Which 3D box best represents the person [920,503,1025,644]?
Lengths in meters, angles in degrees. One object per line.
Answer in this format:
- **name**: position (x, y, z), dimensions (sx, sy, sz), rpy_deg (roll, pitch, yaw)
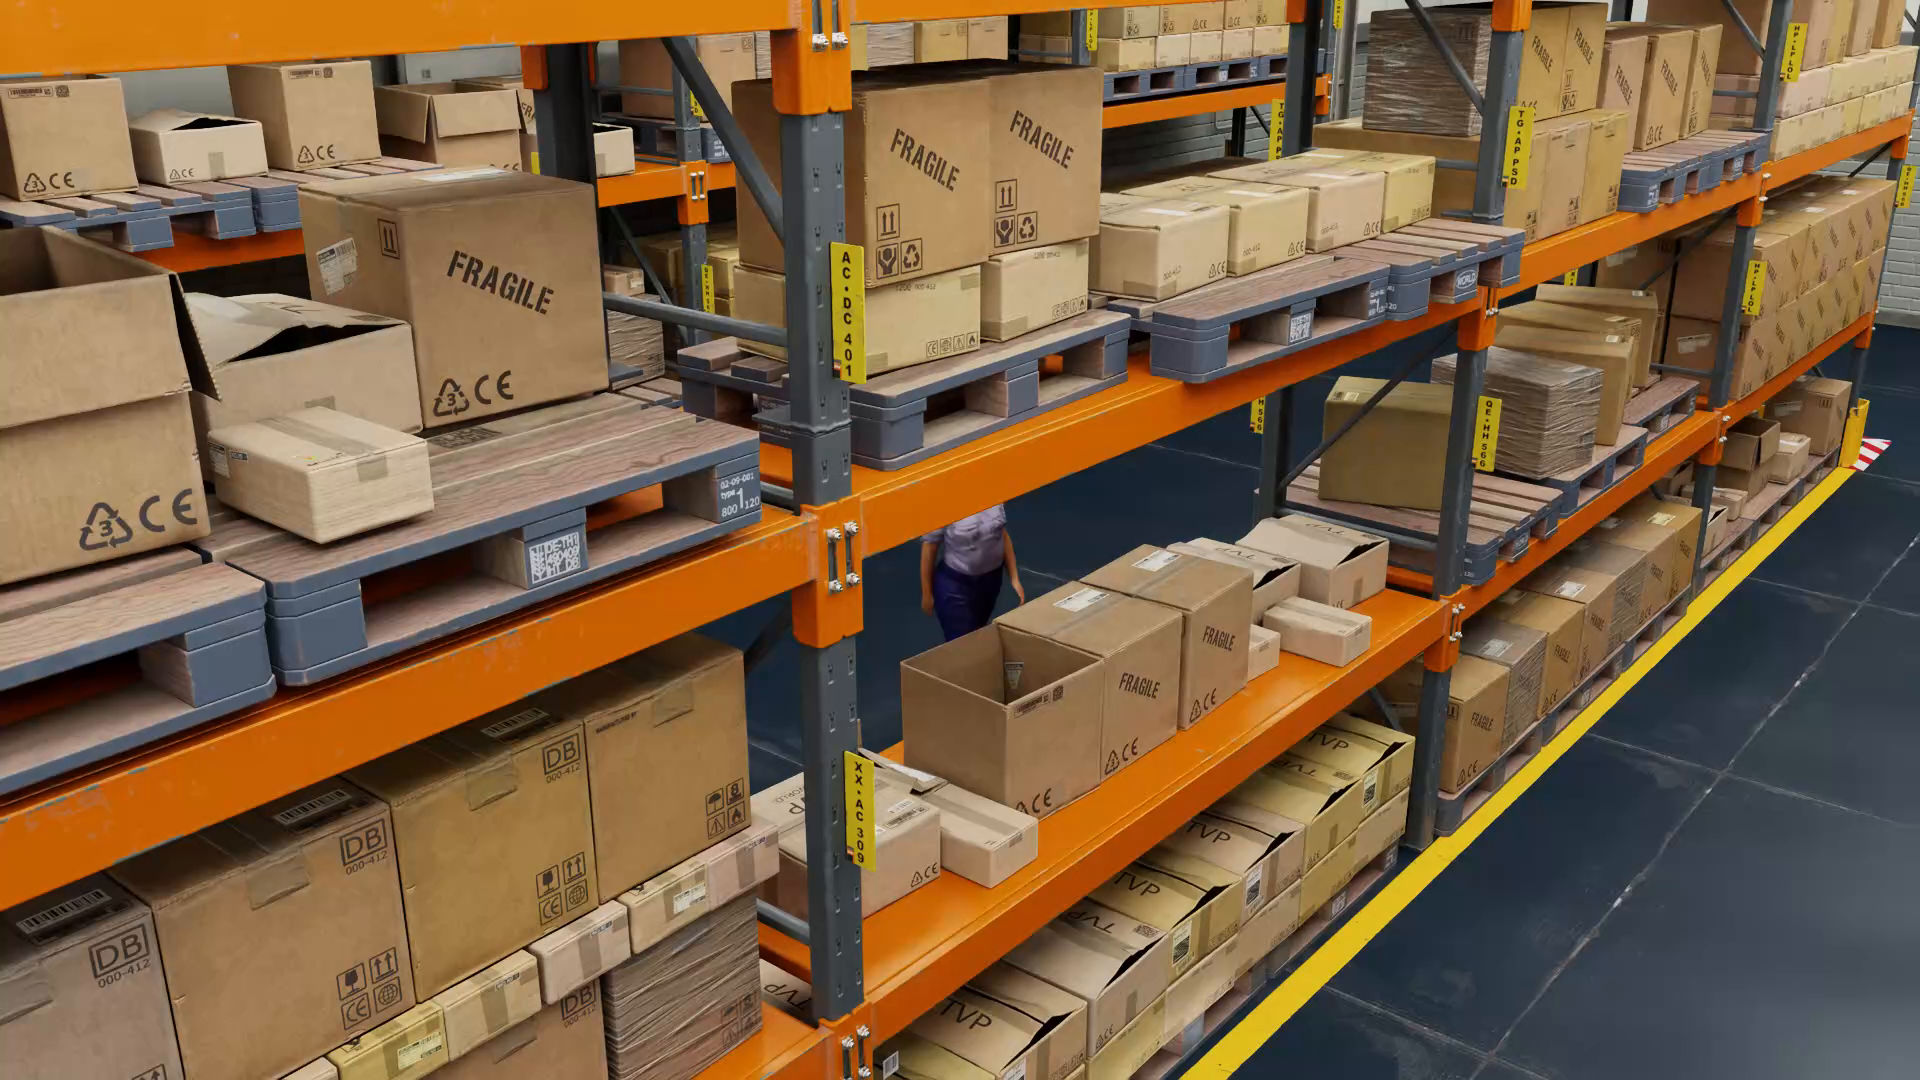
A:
- **person**: position (0.133, 0.278, 8.821), dimensions (0.484, 1.609, 0.922), rpy_deg (-19, 27, -41)
